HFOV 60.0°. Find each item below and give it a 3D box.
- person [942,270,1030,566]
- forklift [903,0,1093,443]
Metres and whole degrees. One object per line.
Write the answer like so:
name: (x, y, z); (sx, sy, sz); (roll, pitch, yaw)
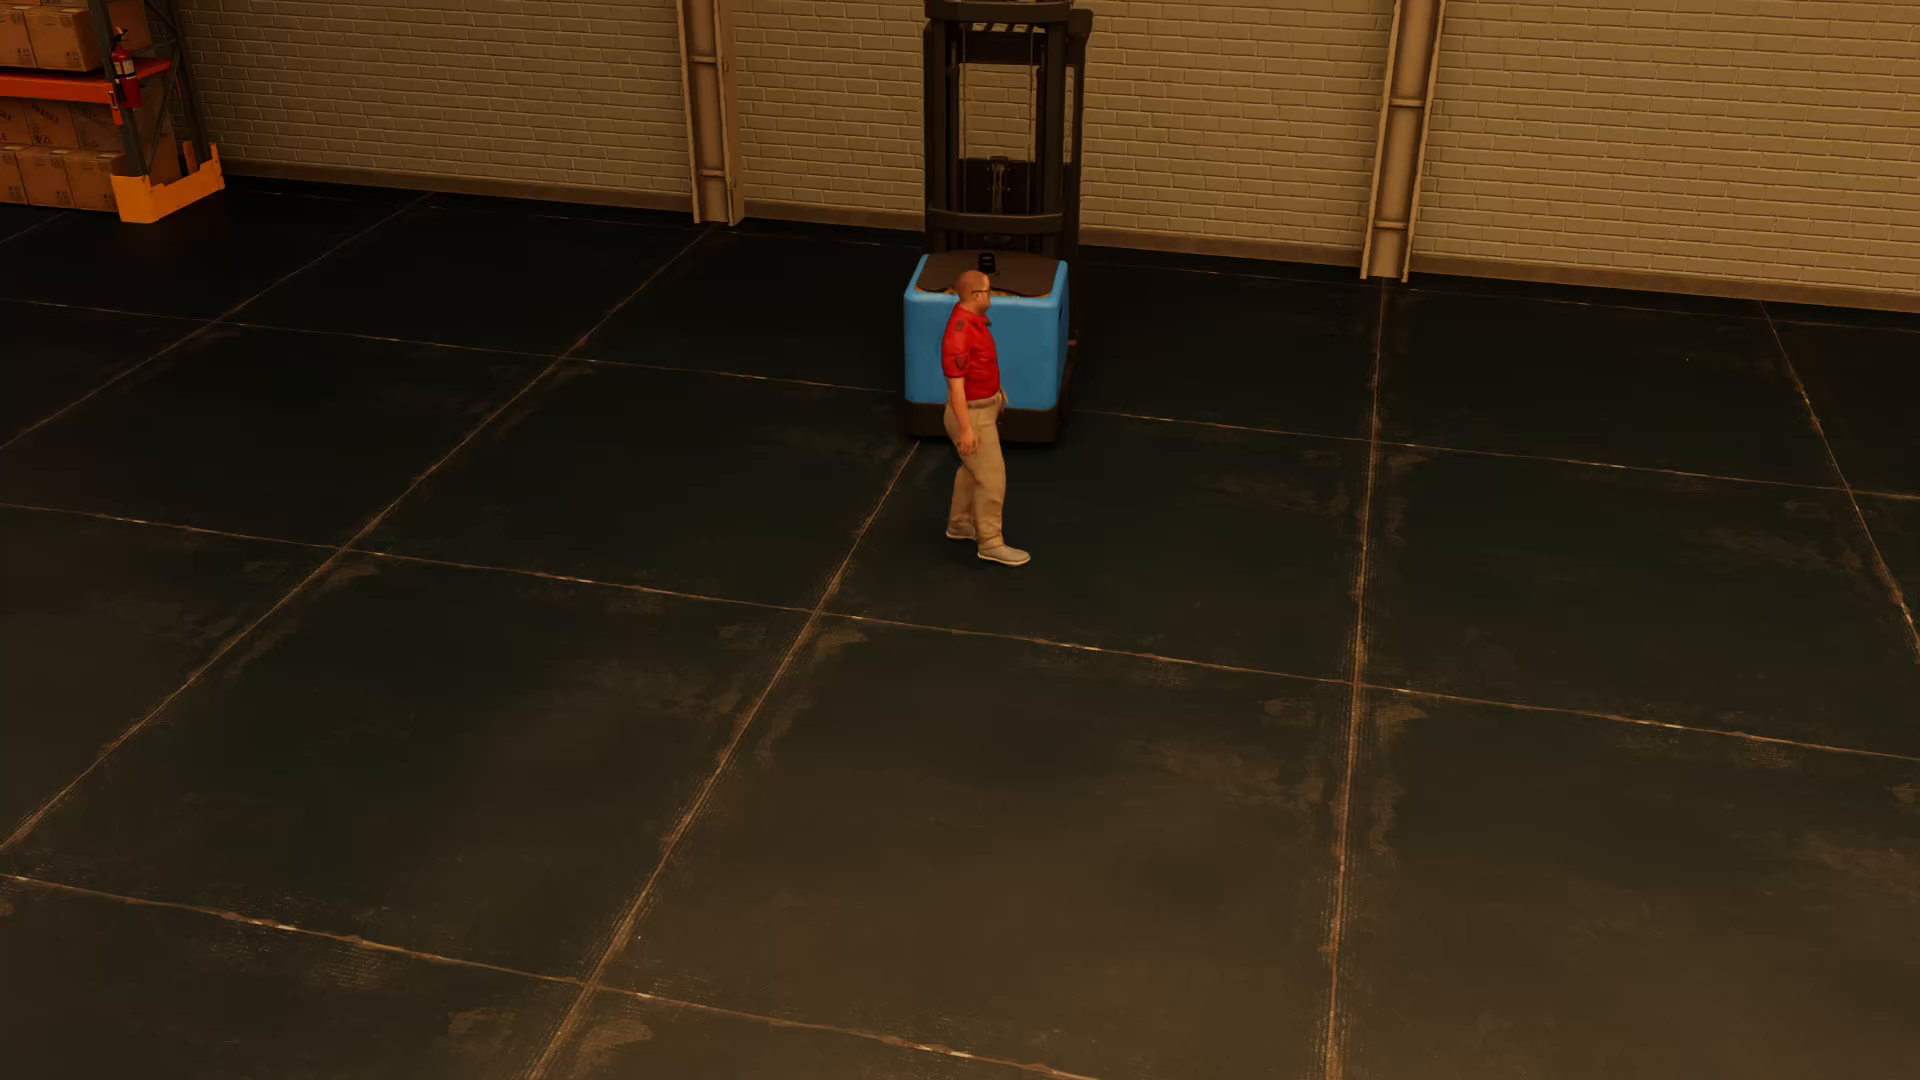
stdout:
person: (0.169, -0.745, 9.718); (0.528, 1.716, 0.681); (1, 30, 3)
forklift: (0.331, -2.630, 11.812); (1.130, 2.935, 3.031); (4, 30, 7)
